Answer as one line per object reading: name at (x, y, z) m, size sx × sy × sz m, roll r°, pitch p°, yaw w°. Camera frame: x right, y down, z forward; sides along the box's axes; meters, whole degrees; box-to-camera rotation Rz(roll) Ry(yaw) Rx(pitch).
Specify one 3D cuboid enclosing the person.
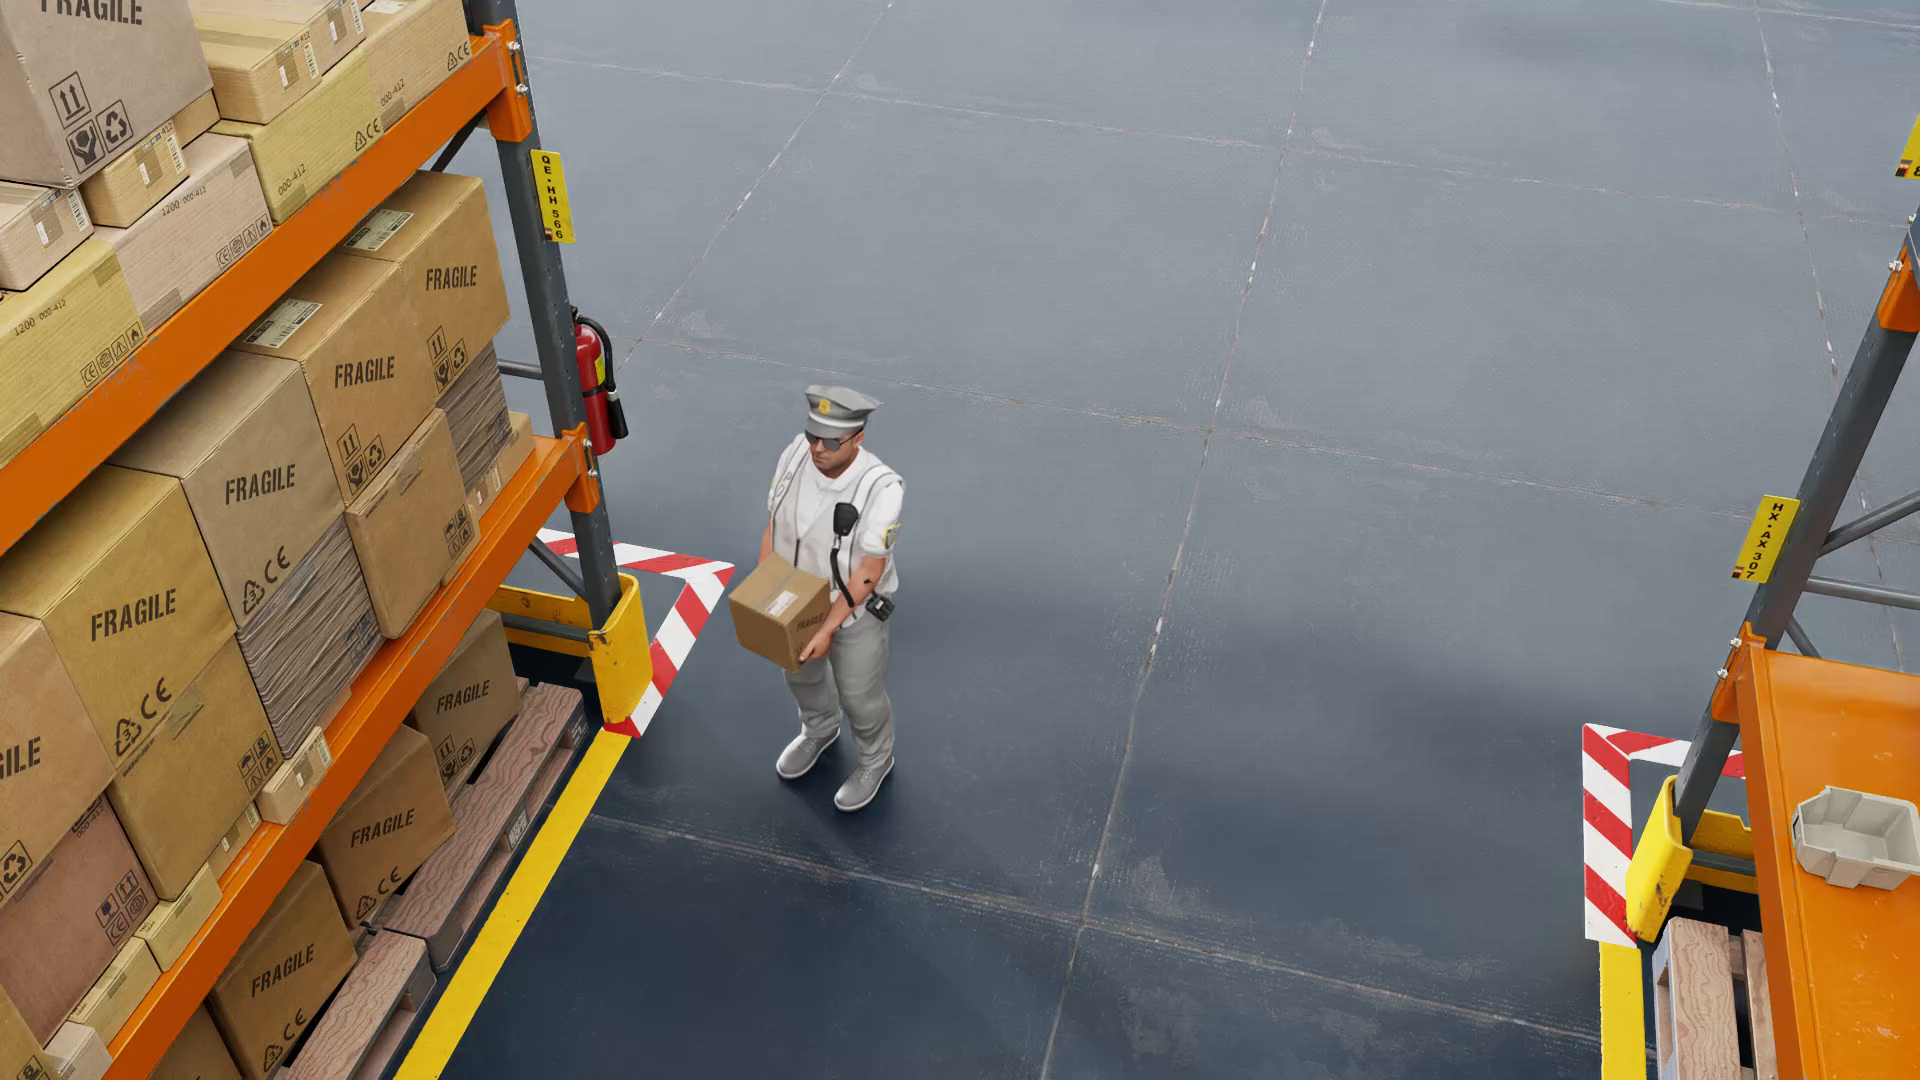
person at (-0.482, 0.242, 5.852) m, size 0.504 × 1.772 × 0.562 m, roll 24°, pitch 46°, yaw 25°
